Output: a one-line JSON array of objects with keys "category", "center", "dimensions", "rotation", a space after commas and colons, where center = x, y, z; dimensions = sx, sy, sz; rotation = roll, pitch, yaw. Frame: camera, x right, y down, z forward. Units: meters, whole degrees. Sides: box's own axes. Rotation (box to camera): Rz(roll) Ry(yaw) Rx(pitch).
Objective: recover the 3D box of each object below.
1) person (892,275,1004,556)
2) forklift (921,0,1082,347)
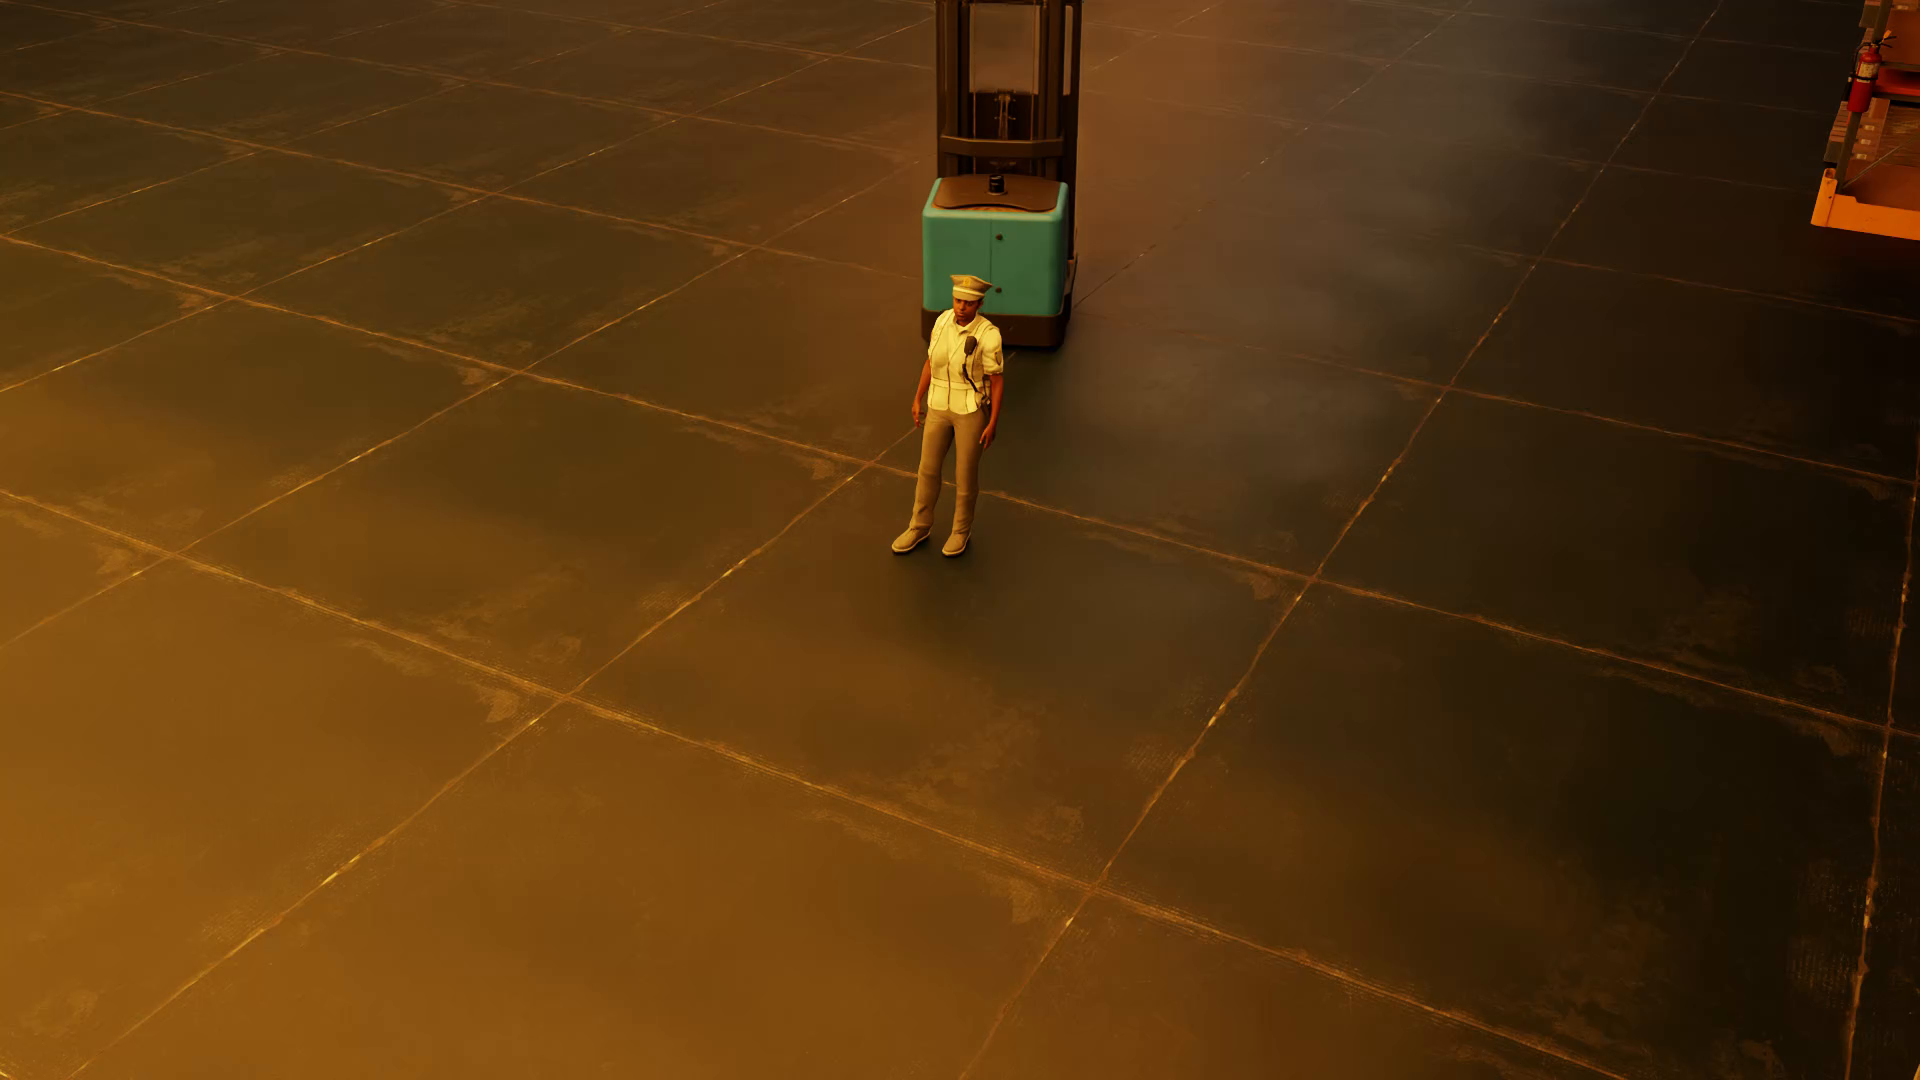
[{"category": "person", "center": [-0.054, -0.712, 9.527], "dimensions": [0.569, 1.695, 0.528], "rotation": [15, 33, 25]}, {"category": "forklift", "center": [0.392, -3.419, 12.994], "dimensions": [1.130, 2.935, 3.031], "rotation": [3, 30, 6]}]
